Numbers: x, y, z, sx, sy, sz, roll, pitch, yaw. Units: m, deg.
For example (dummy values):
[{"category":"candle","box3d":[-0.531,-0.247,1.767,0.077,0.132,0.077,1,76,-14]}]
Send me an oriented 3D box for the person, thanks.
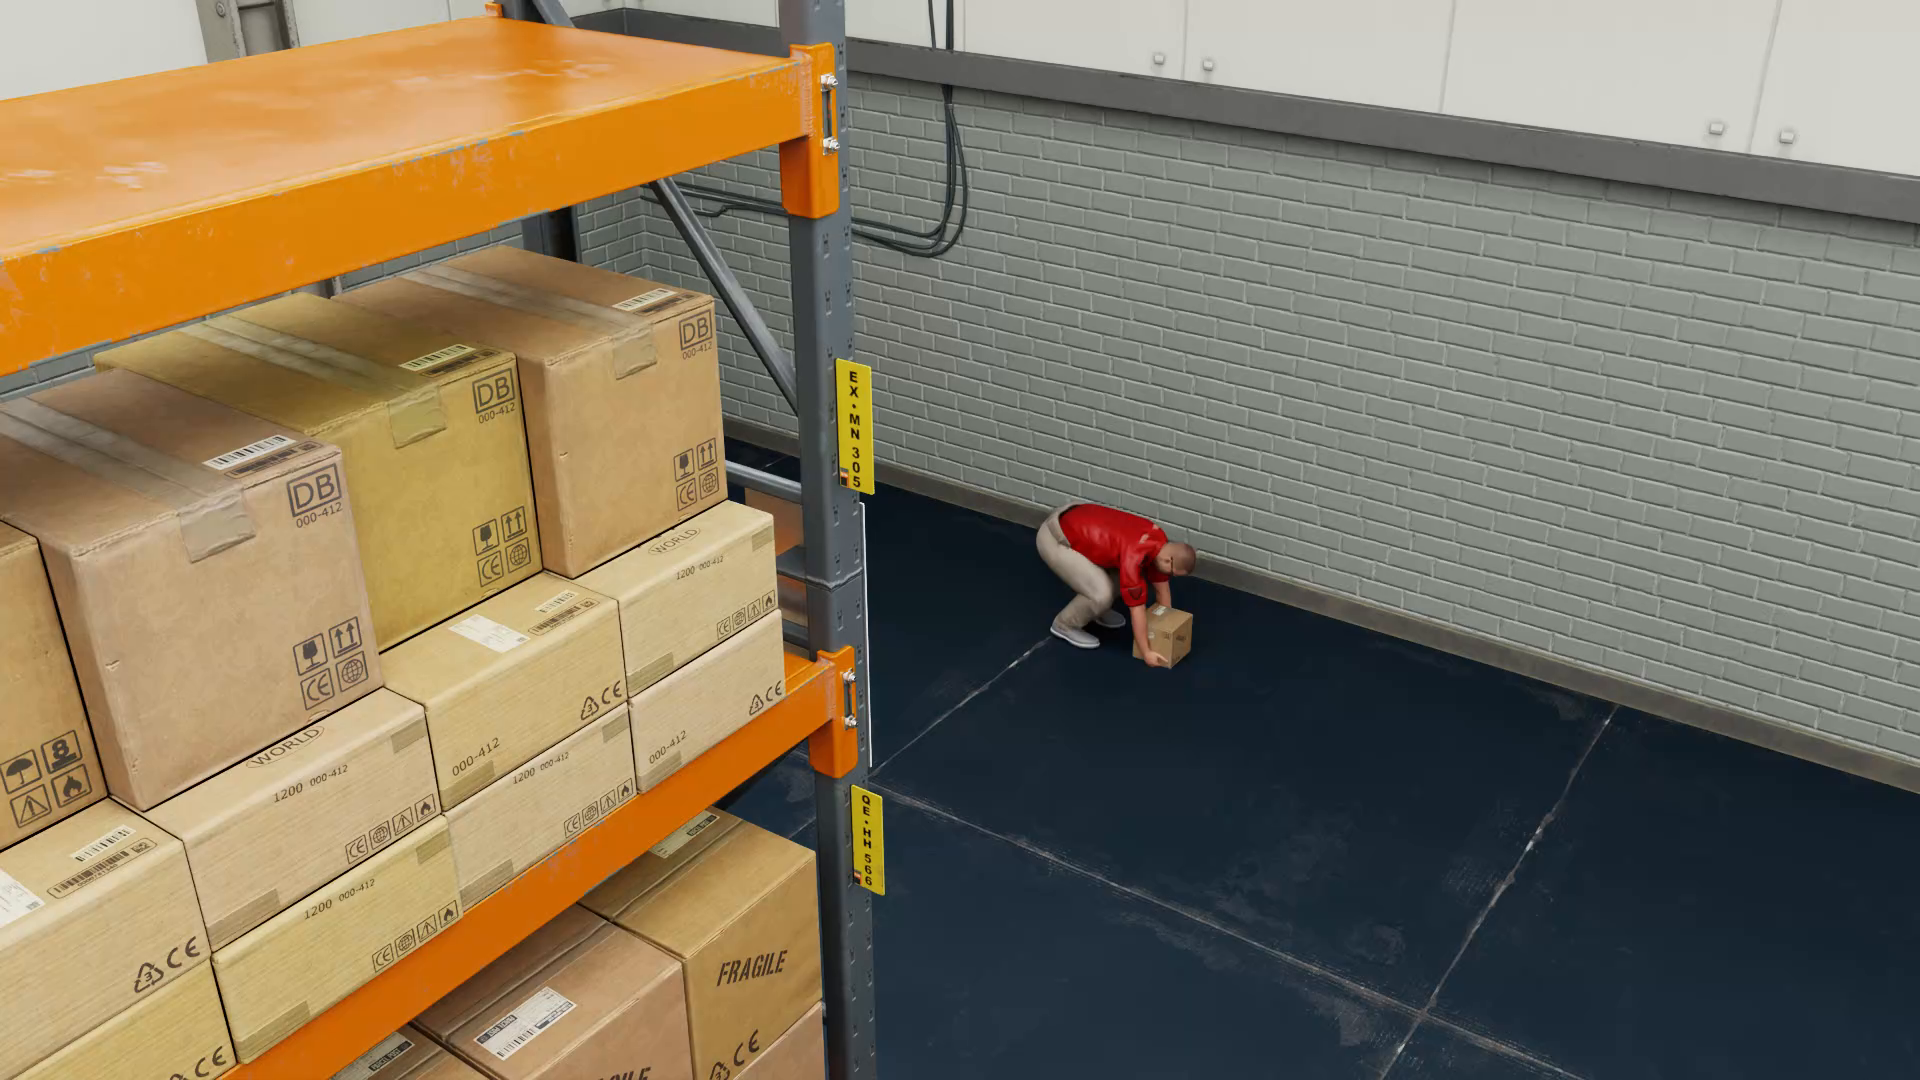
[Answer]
[{"category":"person","box3d":[0.914,0.229,9.715,0.957,0.836,0.540,16,31,29]}]
